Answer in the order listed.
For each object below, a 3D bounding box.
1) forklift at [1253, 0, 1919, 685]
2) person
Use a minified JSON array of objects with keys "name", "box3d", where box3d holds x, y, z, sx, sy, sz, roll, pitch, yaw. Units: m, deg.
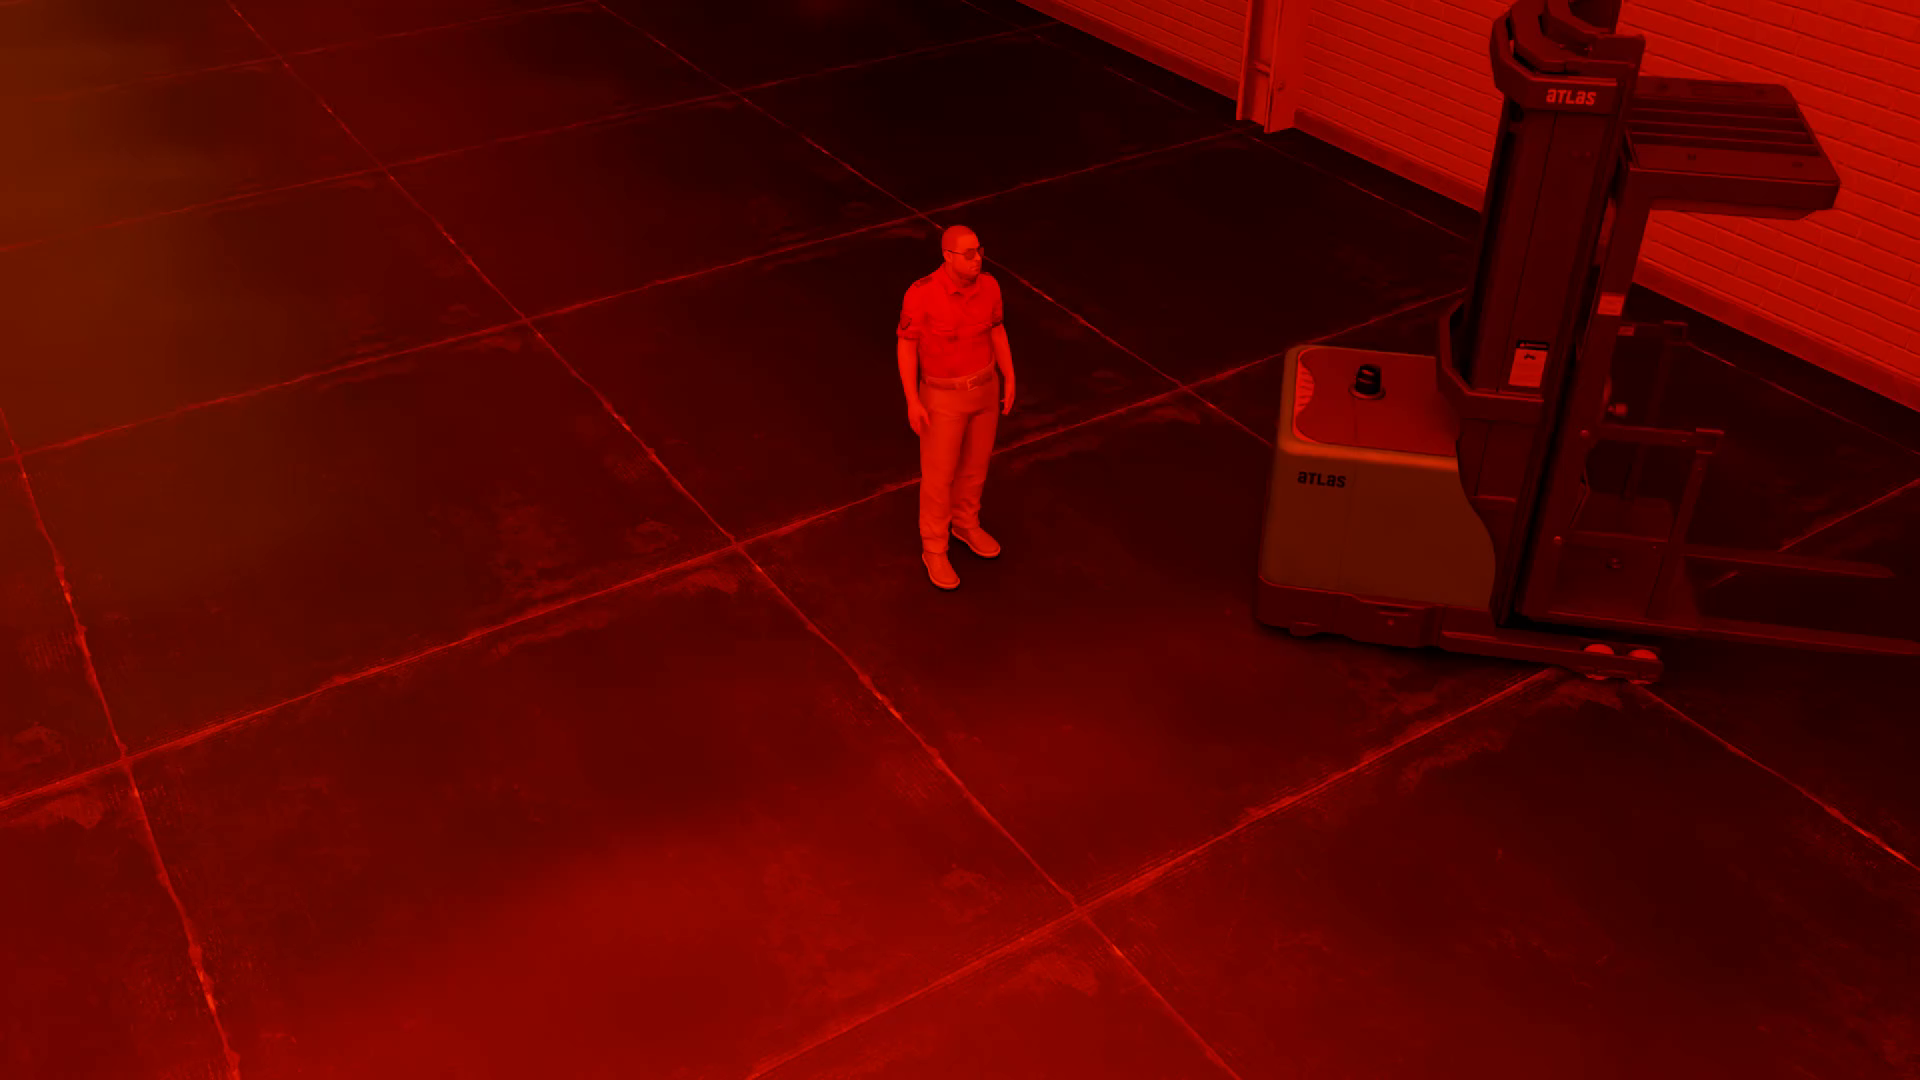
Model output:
[{"name":"forklift","box3d":[2.991,-0.859,7.370,3.031,2.935,1.130,7,36,9]},{"name":"person","box3d":[0.039,-0.666,8.129,0.640,1.727,0.551,-21,40,-27]}]
